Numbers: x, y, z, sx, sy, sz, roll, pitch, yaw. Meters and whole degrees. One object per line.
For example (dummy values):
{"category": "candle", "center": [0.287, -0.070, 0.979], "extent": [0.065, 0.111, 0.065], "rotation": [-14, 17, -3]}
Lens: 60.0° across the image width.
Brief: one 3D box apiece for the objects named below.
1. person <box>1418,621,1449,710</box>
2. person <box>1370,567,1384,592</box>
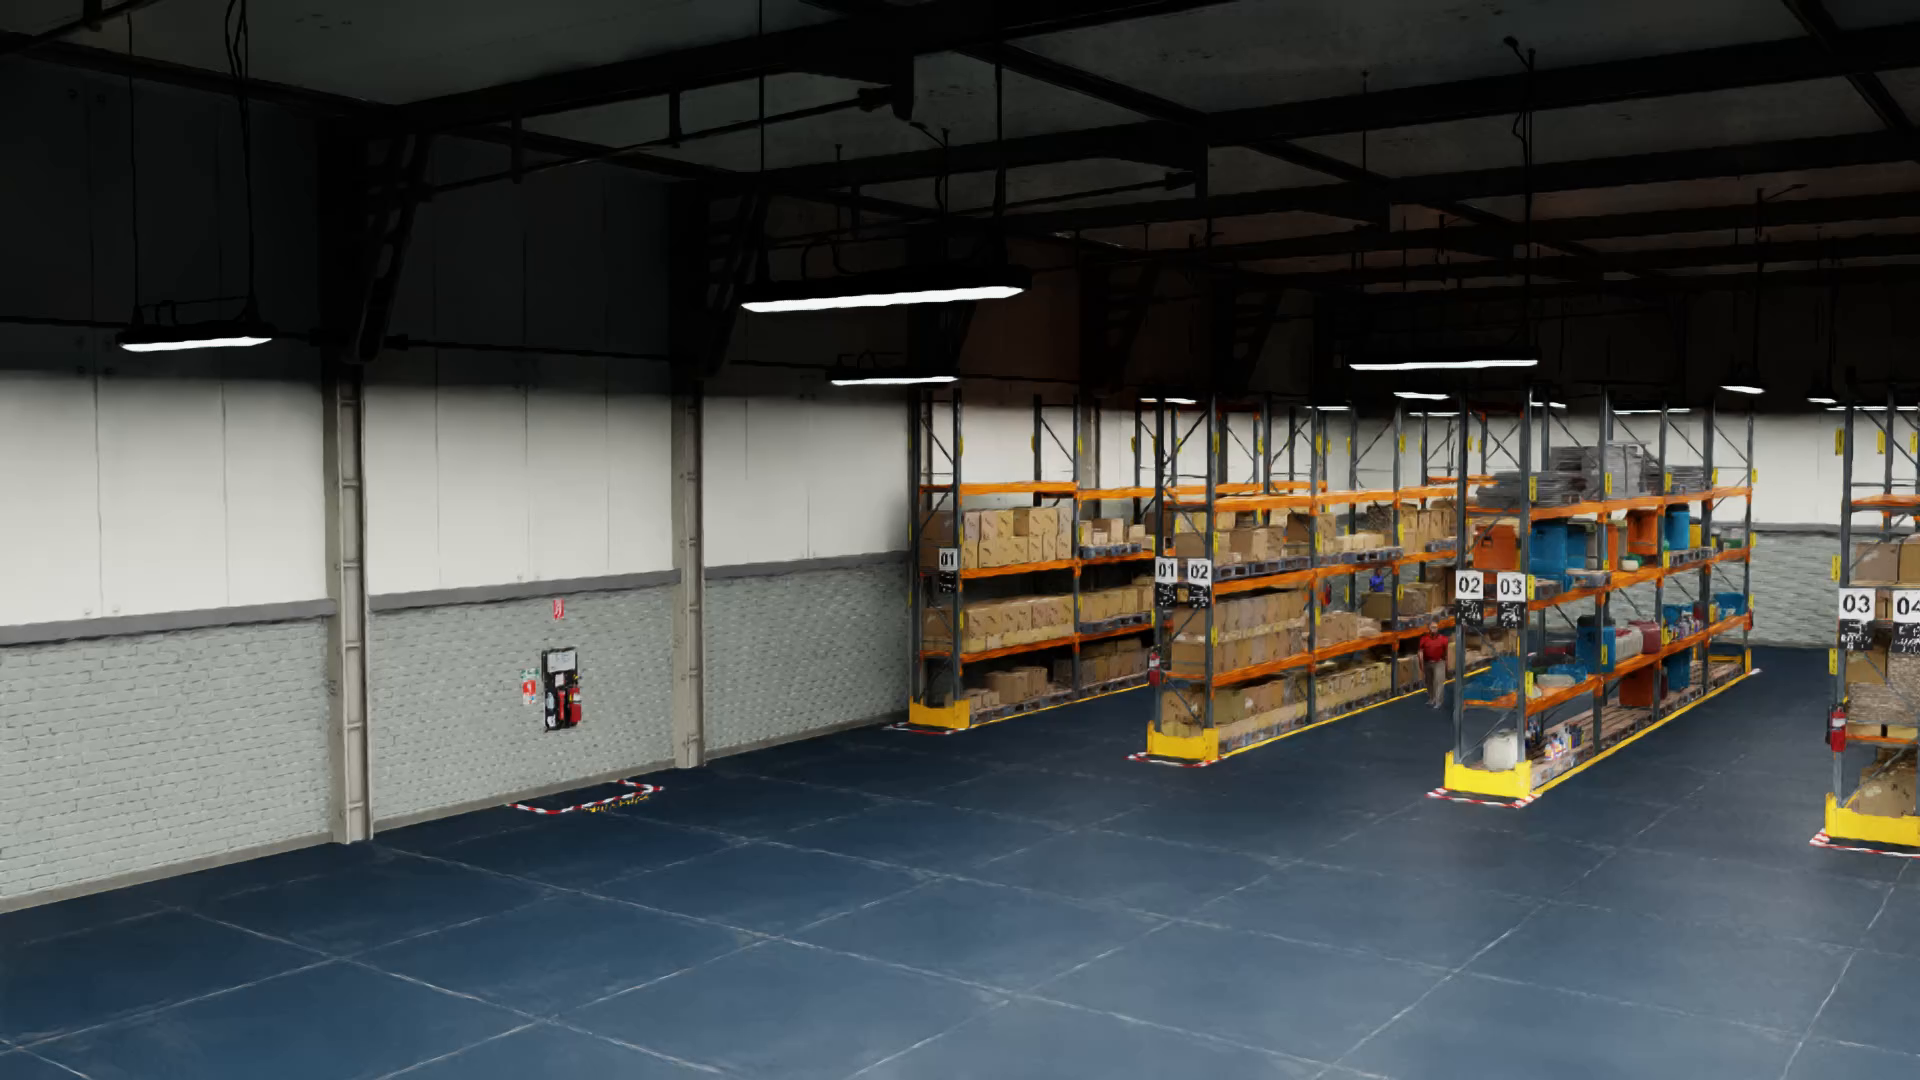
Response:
{"category": "person", "center": [8.963, 2.360, 31.519], "extent": [0.536, 1.659, 1.036], "rotation": [2, 4, 27]}
{"category": "person", "center": [11.456, 1.563, 46.089], "extent": [0.650, 1.645, 0.455], "rotation": [-1, 3, -15]}
